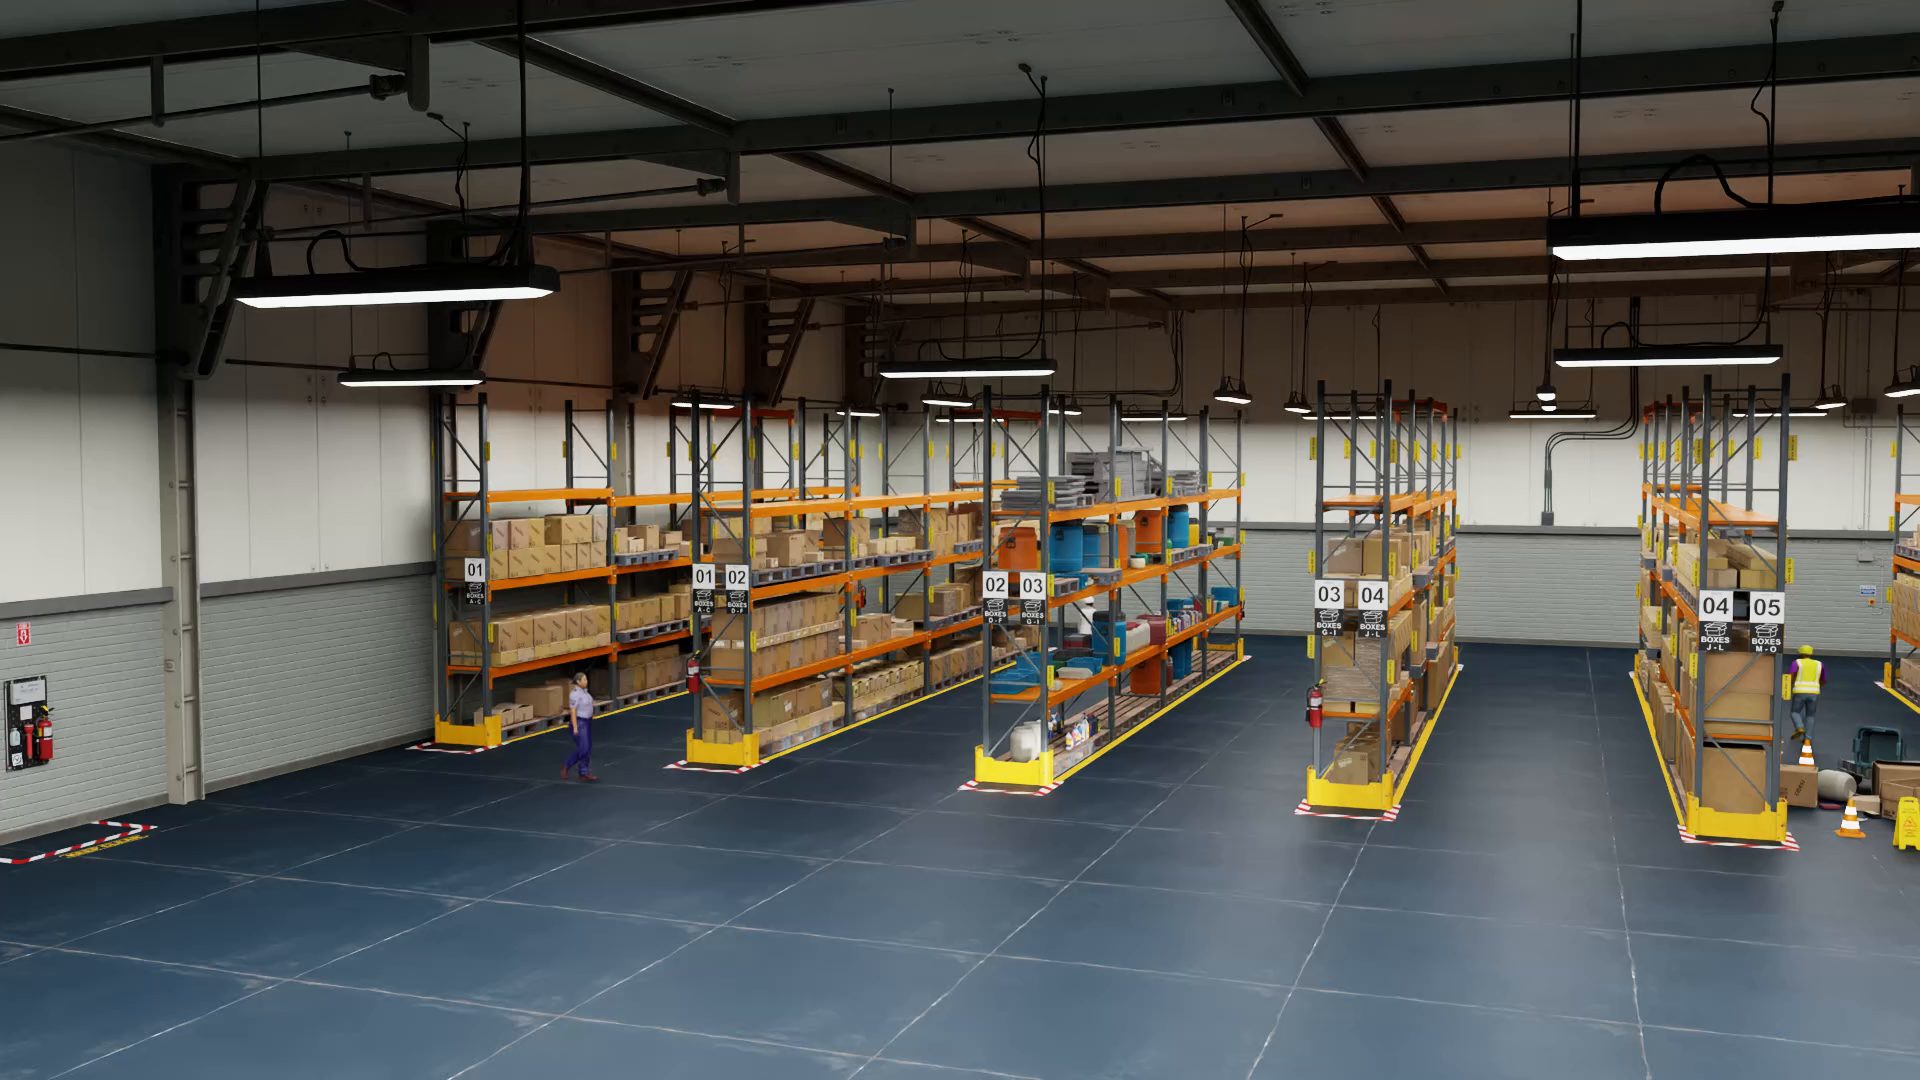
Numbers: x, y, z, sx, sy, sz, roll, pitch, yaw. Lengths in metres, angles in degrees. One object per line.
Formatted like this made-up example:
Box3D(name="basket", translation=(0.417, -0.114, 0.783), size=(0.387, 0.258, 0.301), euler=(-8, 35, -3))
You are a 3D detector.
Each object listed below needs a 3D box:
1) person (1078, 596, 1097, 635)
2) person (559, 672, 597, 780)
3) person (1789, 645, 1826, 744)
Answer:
Box3D(name="person", translation=(2.902, 2.133, 37.349), size=(0.571, 1.771, 0.506), euler=(2, 3, 27))
Box3D(name="person", translation=(-5.776, 2.824, 25.178), size=(0.521, 1.640, 0.523), euler=(0, 3, 8))
Box3D(name="person", translation=(14.584, 2.654, 28.689), size=(0.650, 1.654, 0.764), euler=(1, 3, 22))
